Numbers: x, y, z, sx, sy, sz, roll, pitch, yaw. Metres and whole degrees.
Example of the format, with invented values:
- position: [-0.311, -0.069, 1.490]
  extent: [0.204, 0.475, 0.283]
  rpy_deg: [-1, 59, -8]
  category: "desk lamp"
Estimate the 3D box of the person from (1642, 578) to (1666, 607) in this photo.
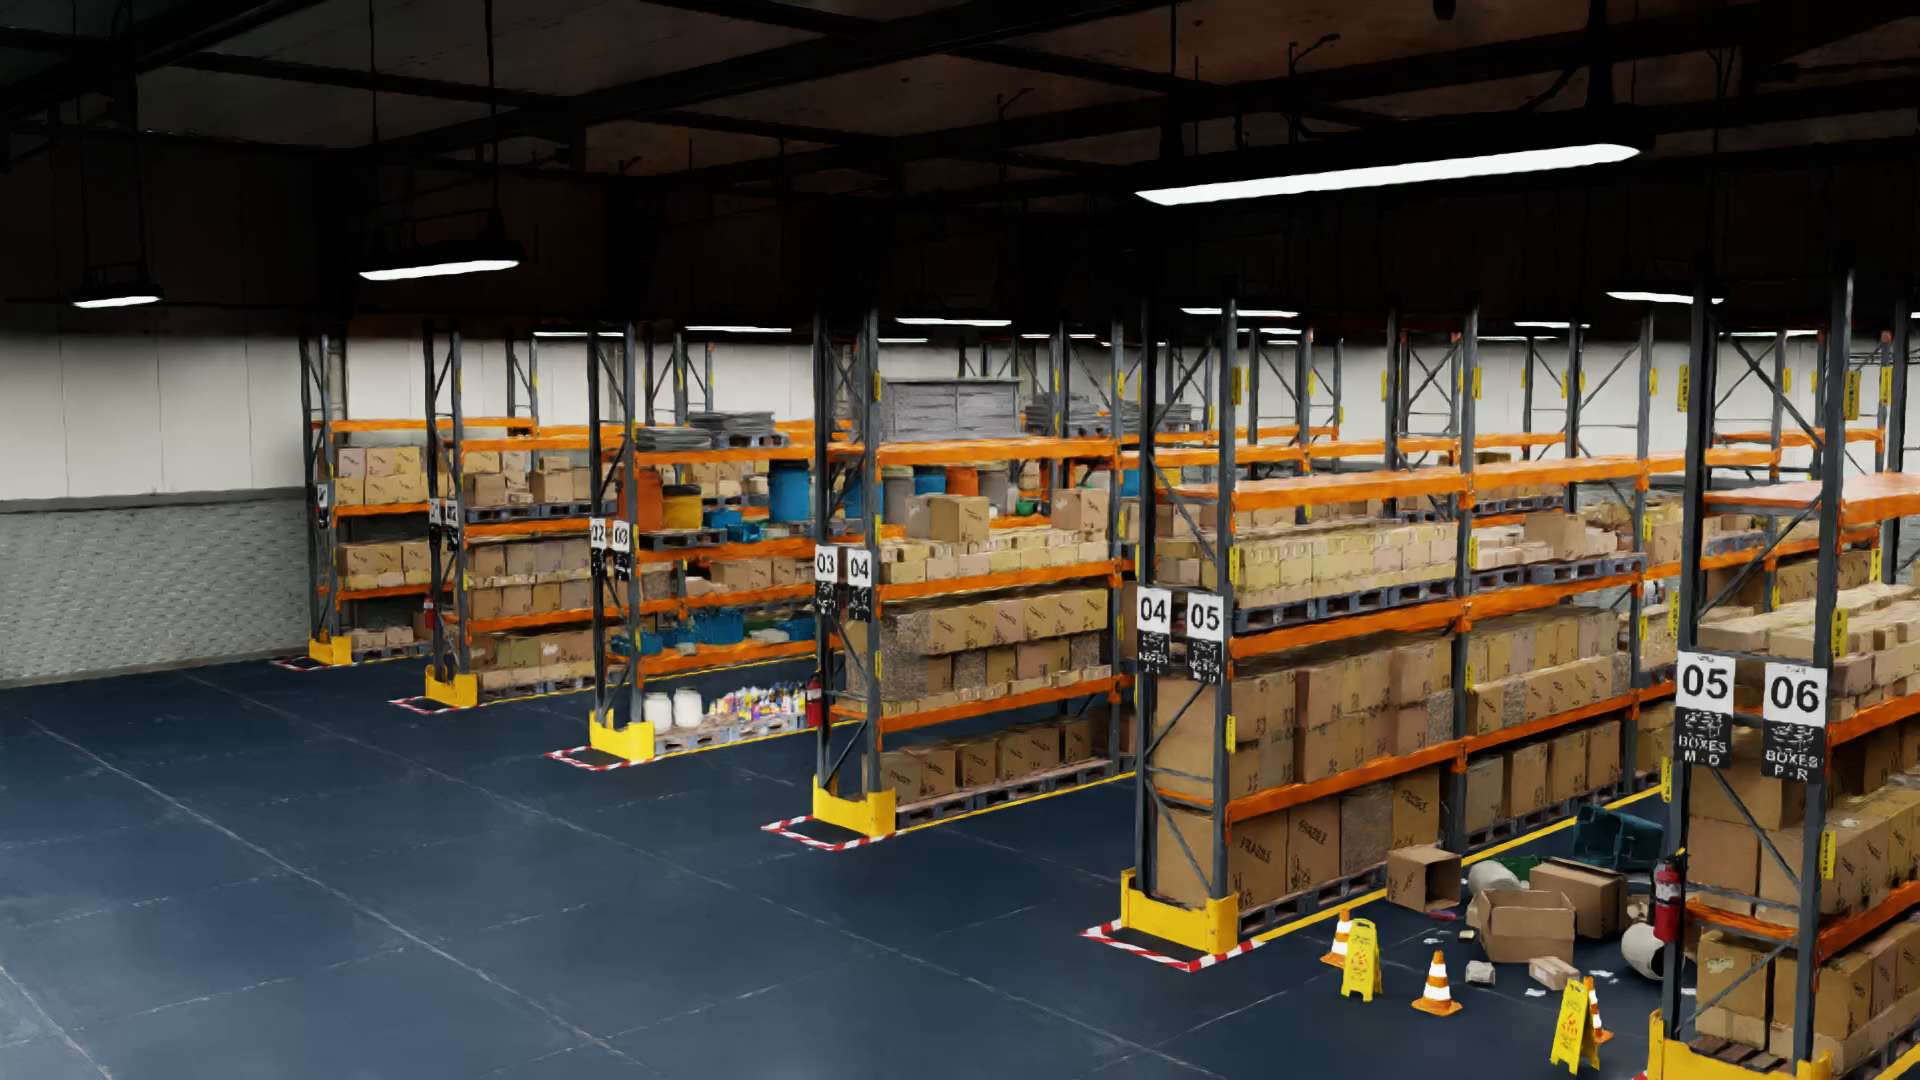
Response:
- position: [13.004, 1.200, 31.348]
  extent: [0.656, 1.597, 0.818]
  rpy_deg: [3, 7, 30]
  category: "person"
